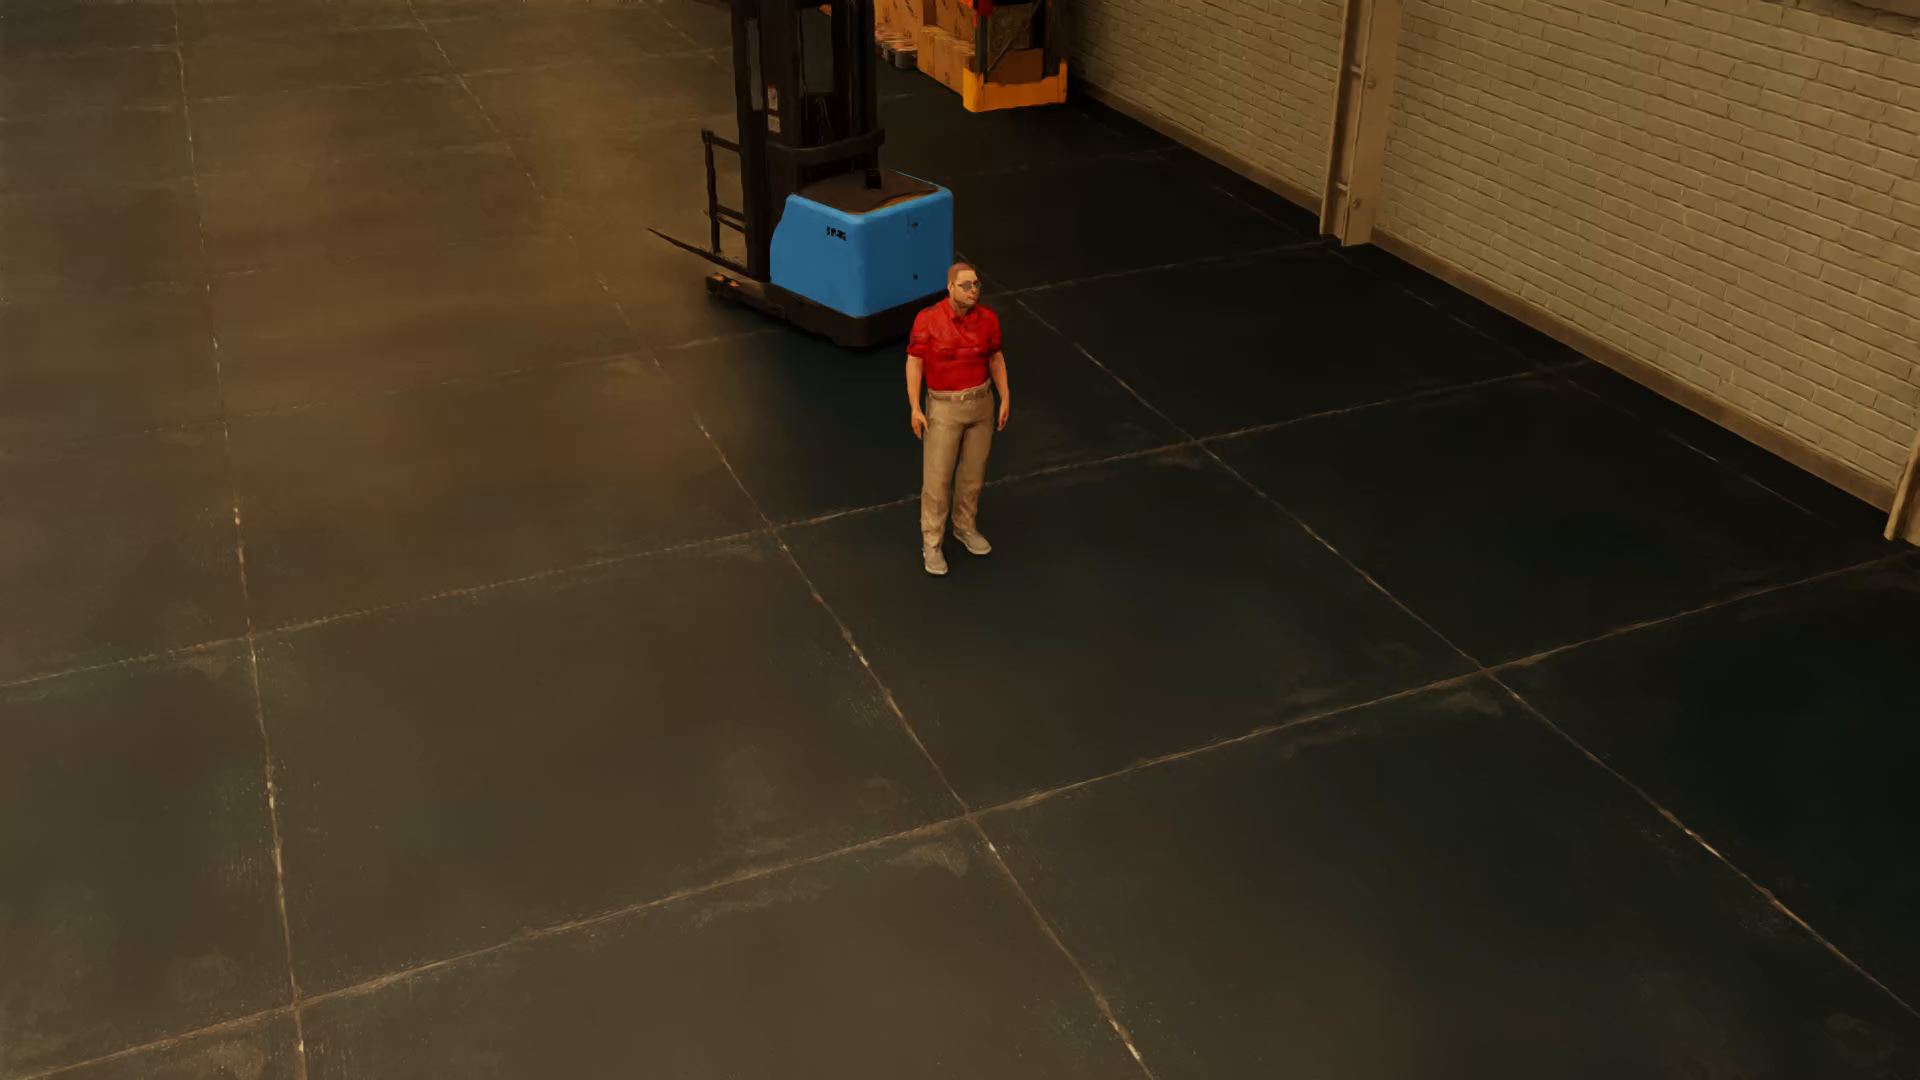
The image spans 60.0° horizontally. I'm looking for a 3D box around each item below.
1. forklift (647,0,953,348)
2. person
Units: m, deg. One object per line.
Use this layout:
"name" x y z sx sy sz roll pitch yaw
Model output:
"forklift" -1.418 -3.351 12.981 1.130 2.935 3.031 -25 38 -37
"person" 0.025 -0.684 9.581 0.640 1.659 0.550 -12 32 -20
